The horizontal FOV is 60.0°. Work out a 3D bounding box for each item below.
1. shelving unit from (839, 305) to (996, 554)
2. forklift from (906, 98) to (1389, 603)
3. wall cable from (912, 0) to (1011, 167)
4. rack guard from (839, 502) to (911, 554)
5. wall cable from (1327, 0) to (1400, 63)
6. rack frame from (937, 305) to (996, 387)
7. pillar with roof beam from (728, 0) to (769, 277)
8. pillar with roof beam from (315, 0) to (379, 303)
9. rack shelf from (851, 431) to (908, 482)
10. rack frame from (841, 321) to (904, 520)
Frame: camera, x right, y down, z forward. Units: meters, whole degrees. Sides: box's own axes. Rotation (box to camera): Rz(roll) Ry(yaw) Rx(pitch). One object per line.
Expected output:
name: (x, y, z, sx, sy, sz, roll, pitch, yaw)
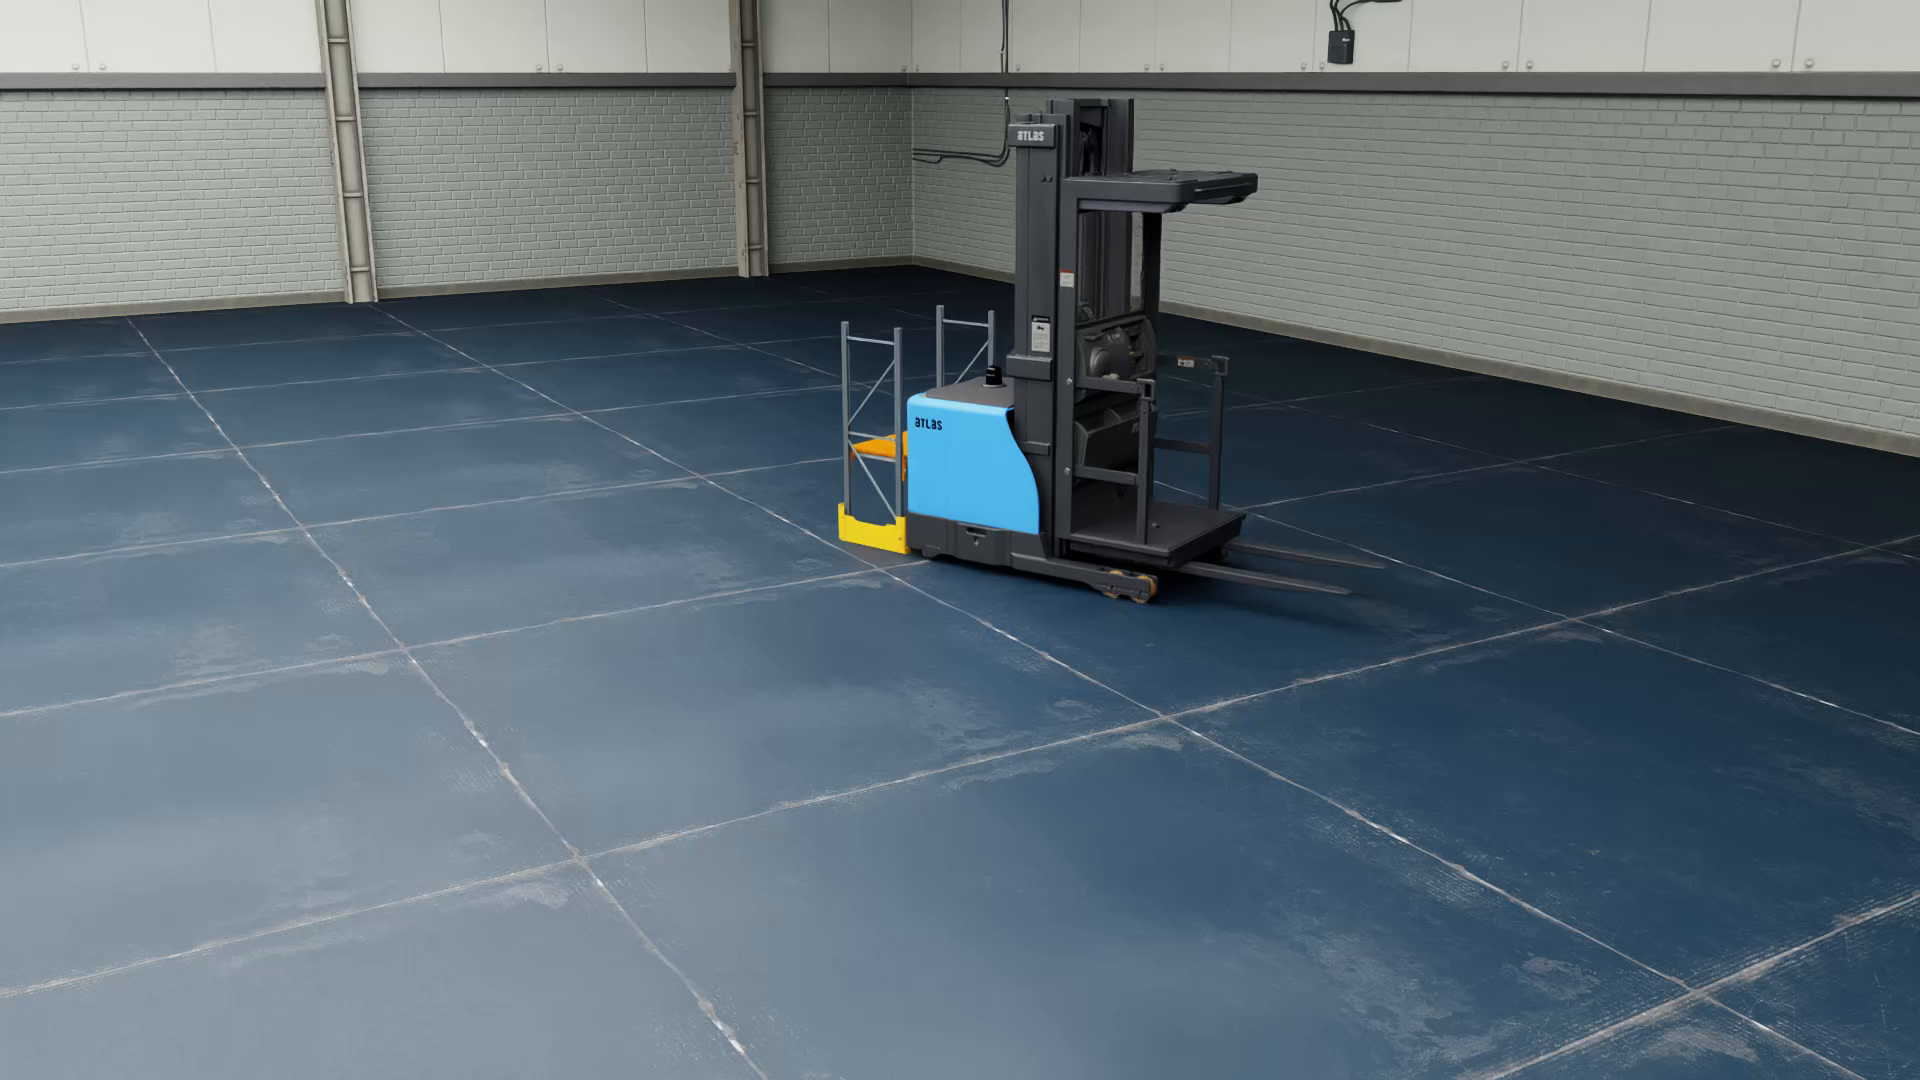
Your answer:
shelving unit: (-0.276, -0.792, 11.457, 0.587, 1.500, 1.083, 12, 20, 36)
forklift: (1.148, -1.192, 10.233, 3.031, 2.935, 1.130, 10, 19, 33)
wall cable: (-0.066, -7.132, 25.935, 0.112, 2.526, 3.097, -9, 18, -30)
rack guard: (-0.580, -0.084, 11.247, 0.587, 0.250, 0.087, 12, 20, 36)
wall cable: (4.810, -8.067, 17.213, 0.169, 6.003, 2.305, -9, 18, -30)
rack frame: (0.041, -0.903, 11.851, 0.500, 1.500, 0.032, 12, 20, 36)
pillar with roof beam: (-1.055, -7.528, 21.593, 0.400, 9.000, 9.100, -9, 18, -30)
pillar with roof beam: (-6.198, -6.694, 18.618, 0.400, 9.000, 9.100, -9, 18, -30)
rack shelf: (-0.270, -0.621, 11.513, 0.538, 0.185, 1.000, 12, 20, 36)
rack frame: (-0.581, -0.686, 11.077, 0.500, 1.500, 0.032, 12, 20, 36)
